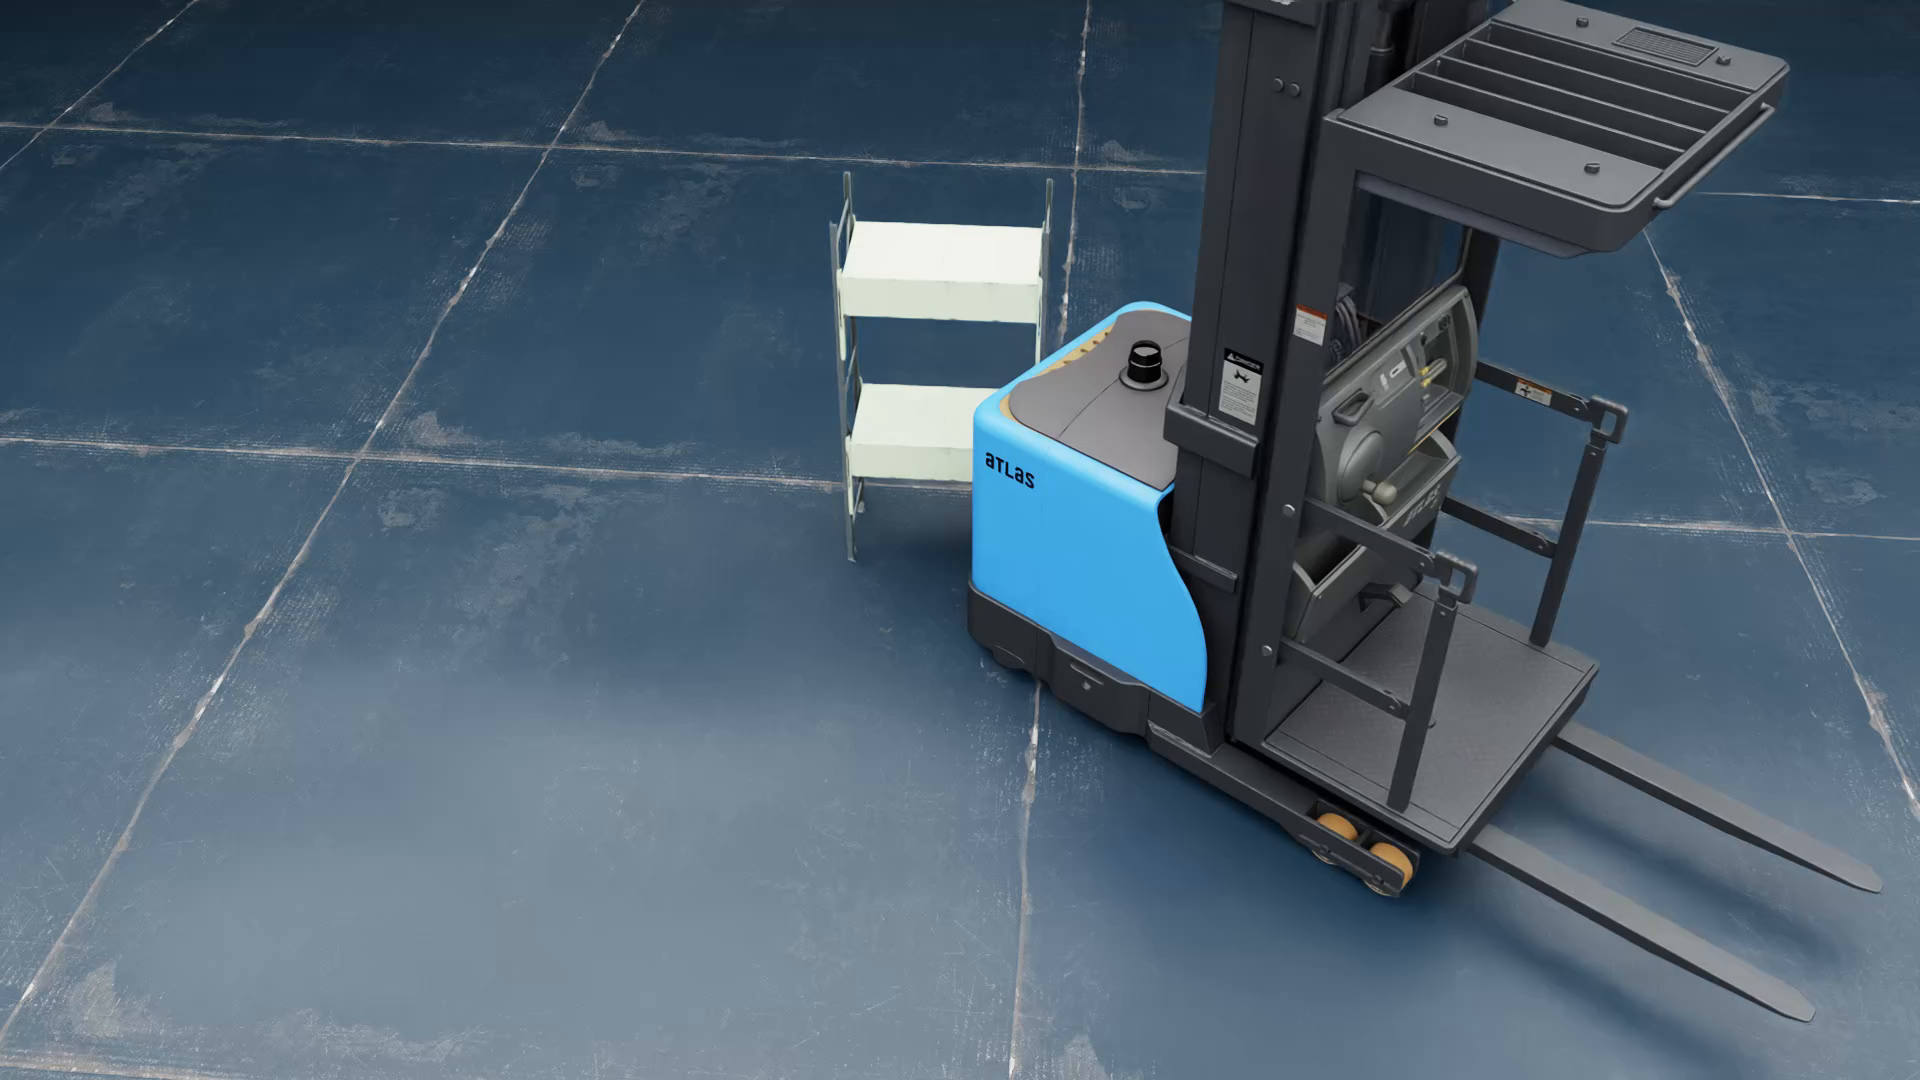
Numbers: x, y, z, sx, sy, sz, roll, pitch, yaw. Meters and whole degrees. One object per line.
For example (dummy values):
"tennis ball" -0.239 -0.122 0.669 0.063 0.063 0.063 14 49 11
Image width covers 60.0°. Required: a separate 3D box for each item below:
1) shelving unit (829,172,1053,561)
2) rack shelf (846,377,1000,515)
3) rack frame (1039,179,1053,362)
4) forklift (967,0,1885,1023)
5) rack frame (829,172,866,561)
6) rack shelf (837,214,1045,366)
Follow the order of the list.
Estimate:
"shelving unit" -0.057 -0.606 6.307 0.755 1.500 0.431 3 39 3
"rack shelf" -0.057 -0.353 6.512 0.720 0.370 0.431 3 39 3
"rack frame" 0.308 -0.588 6.285 0.023 1.500 0.400 3 39 3
"forklift" 1.476 -0.376 4.890 3.031 2.935 1.130 28 47 30
"rack frame" -0.422 -0.624 6.328 0.023 1.500 0.400 3 39 3
"rack shelf" -0.057 -0.909 6.060 0.720 0.370 0.431 3 39 3
